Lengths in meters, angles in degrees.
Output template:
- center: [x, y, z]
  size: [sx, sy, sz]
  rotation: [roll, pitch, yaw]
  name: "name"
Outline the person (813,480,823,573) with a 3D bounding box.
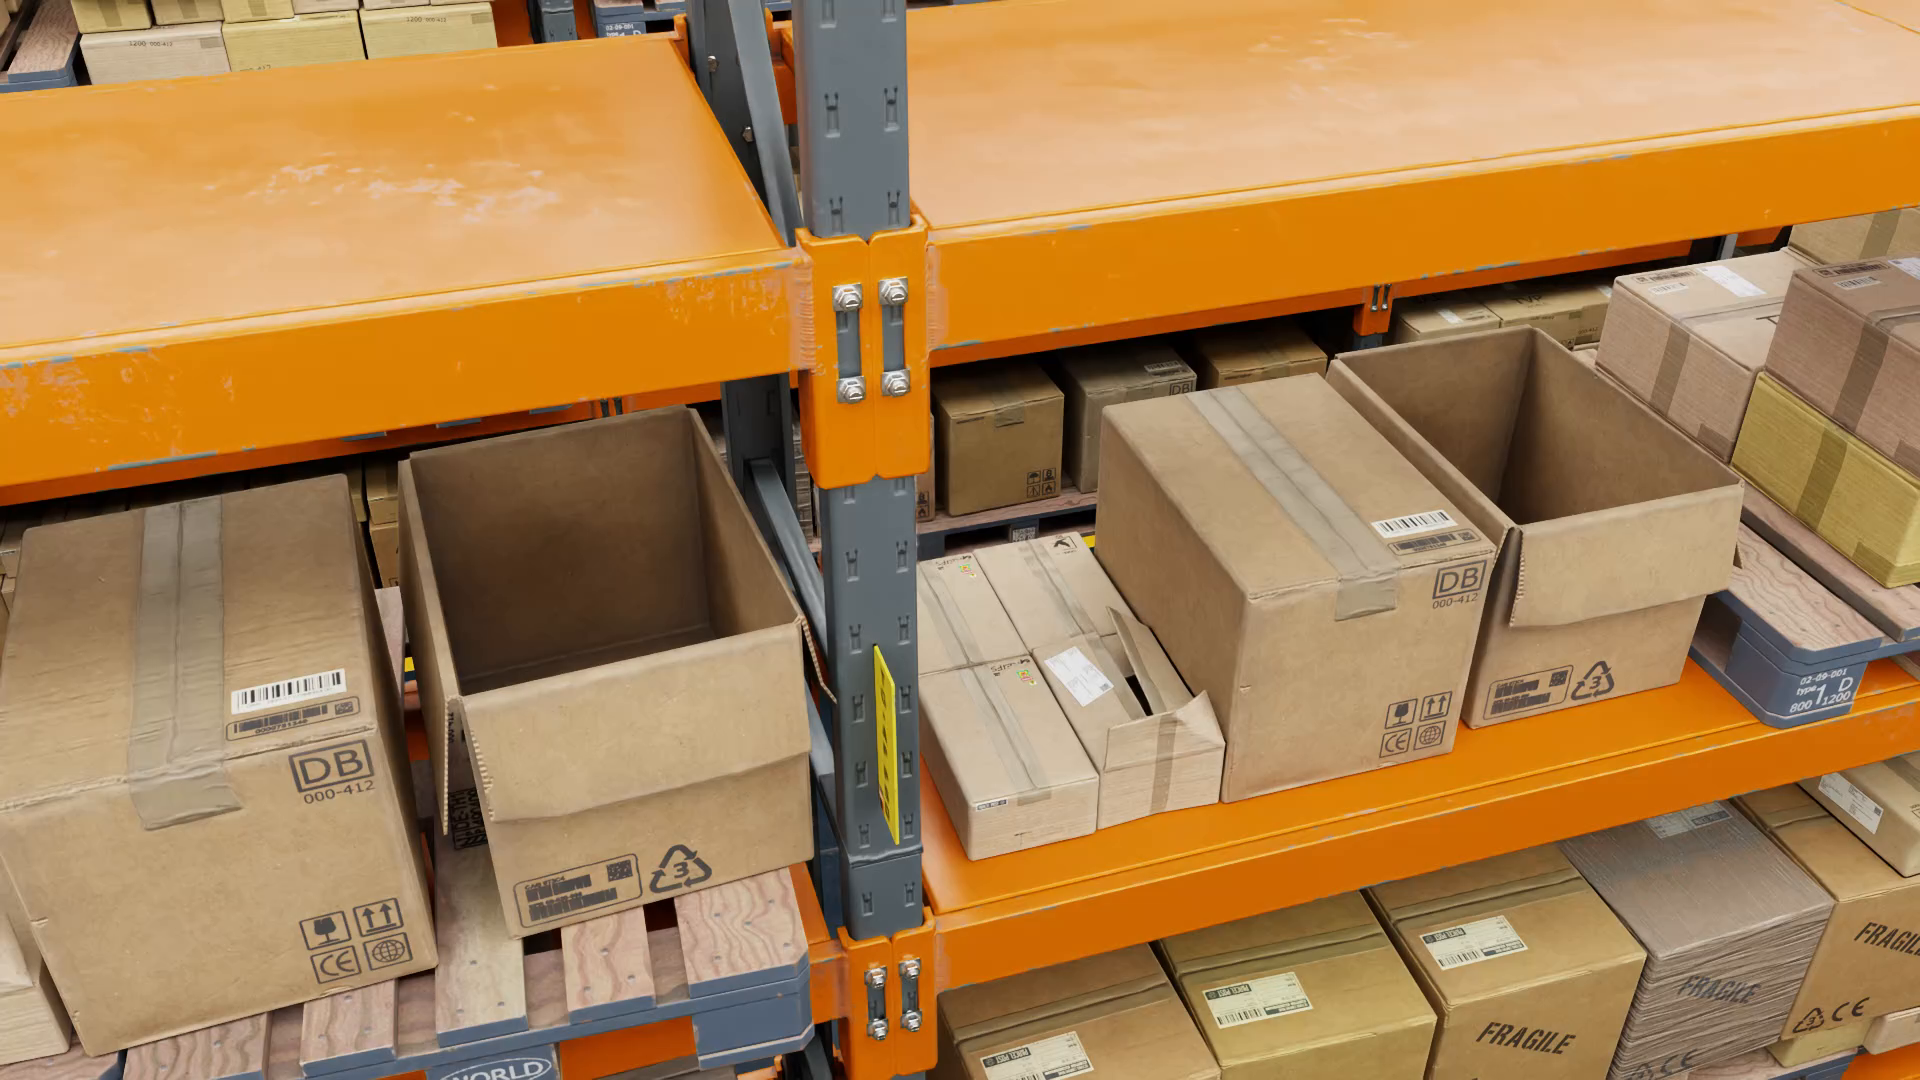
- center: [-0.451, 0.092, 7.301]
  size: [0.498, 1.689, 0.497]
  rotation: [-20, 39, -27]
  name: "person"
